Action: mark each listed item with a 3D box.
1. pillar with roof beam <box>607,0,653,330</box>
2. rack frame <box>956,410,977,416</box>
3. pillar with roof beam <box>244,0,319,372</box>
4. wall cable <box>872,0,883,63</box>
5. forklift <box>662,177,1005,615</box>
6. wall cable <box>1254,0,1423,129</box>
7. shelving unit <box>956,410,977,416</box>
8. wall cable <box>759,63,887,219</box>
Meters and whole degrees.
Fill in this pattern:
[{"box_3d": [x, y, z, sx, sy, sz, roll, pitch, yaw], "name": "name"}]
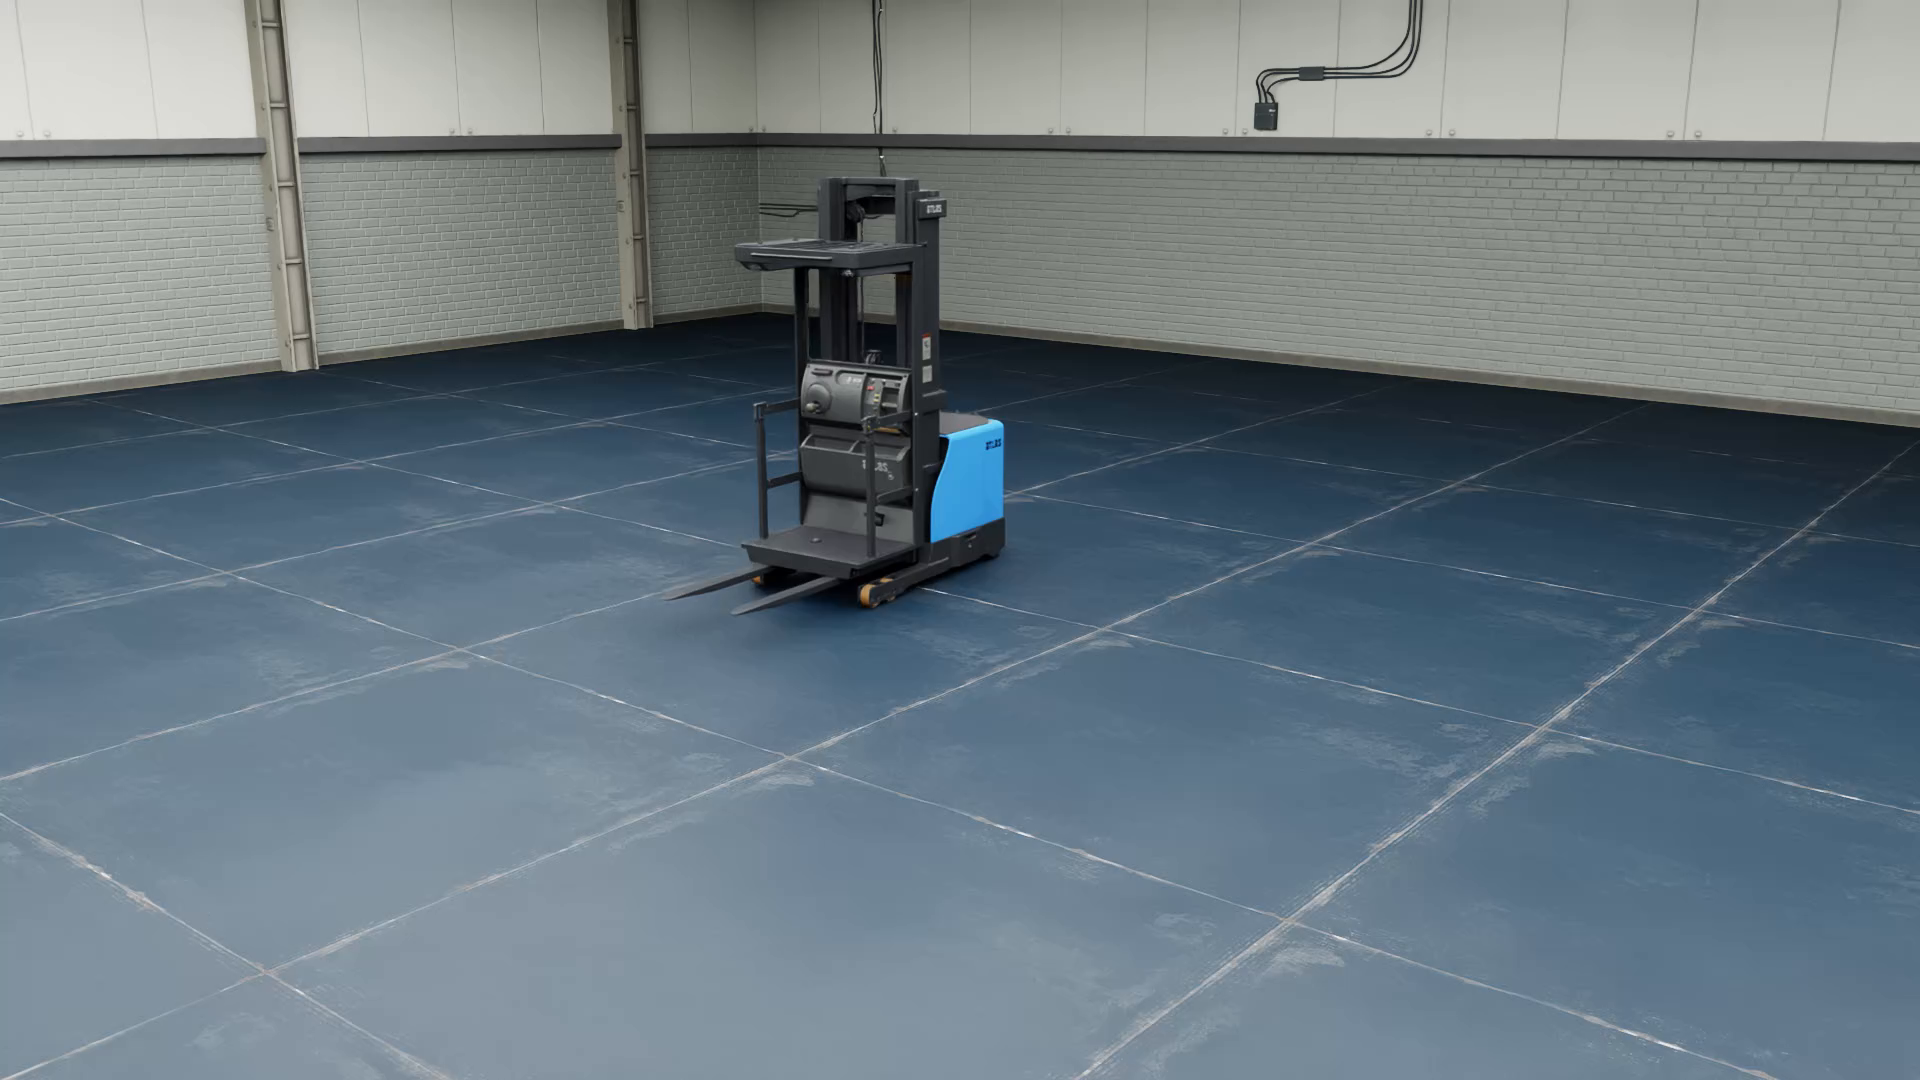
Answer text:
[{"box_3d": [-1.946, -7.188, 23.640, 9.100, 9.000, 0.400, 11, 18, 38], "name": "pillar with roof beam"}, {"box_3d": [0.053, -0.535, 13.595, 0.200, 1.050, 0.008, 9, 17, 32], "name": "rack frame"}, {"box_3d": [-5.717, -6.039, 19.117, 9.100, 9.000, 0.400, 11, 18, 38], "name": "pillar with roof beam"}, {"box_3d": [-0.311, -8.737, 25.790, 3.097, 2.526, 0.112, 11, 18, 38], "name": "wall cable"}, {"box_3d": [-0.885, -1.076, 11.906, 1.130, 2.935, 3.031, 9, 17, 33], "name": "forklift"}, {"box_3d": [4.959, -8.389, 21.464, 2.305, 6.003, 0.169, 11, 18, 38], "name": "wall cable"}, {"box_3d": [-0.014, -0.509, 13.496, 0.215, 1.050, 0.252, 9, 17, 32], "name": "shelving unit"}, {"box_3d": [-2.415, -6.708, 28.060, 3.097, 2.526, 0.112, 11, 18, 38], "name": "wall cable"}]
